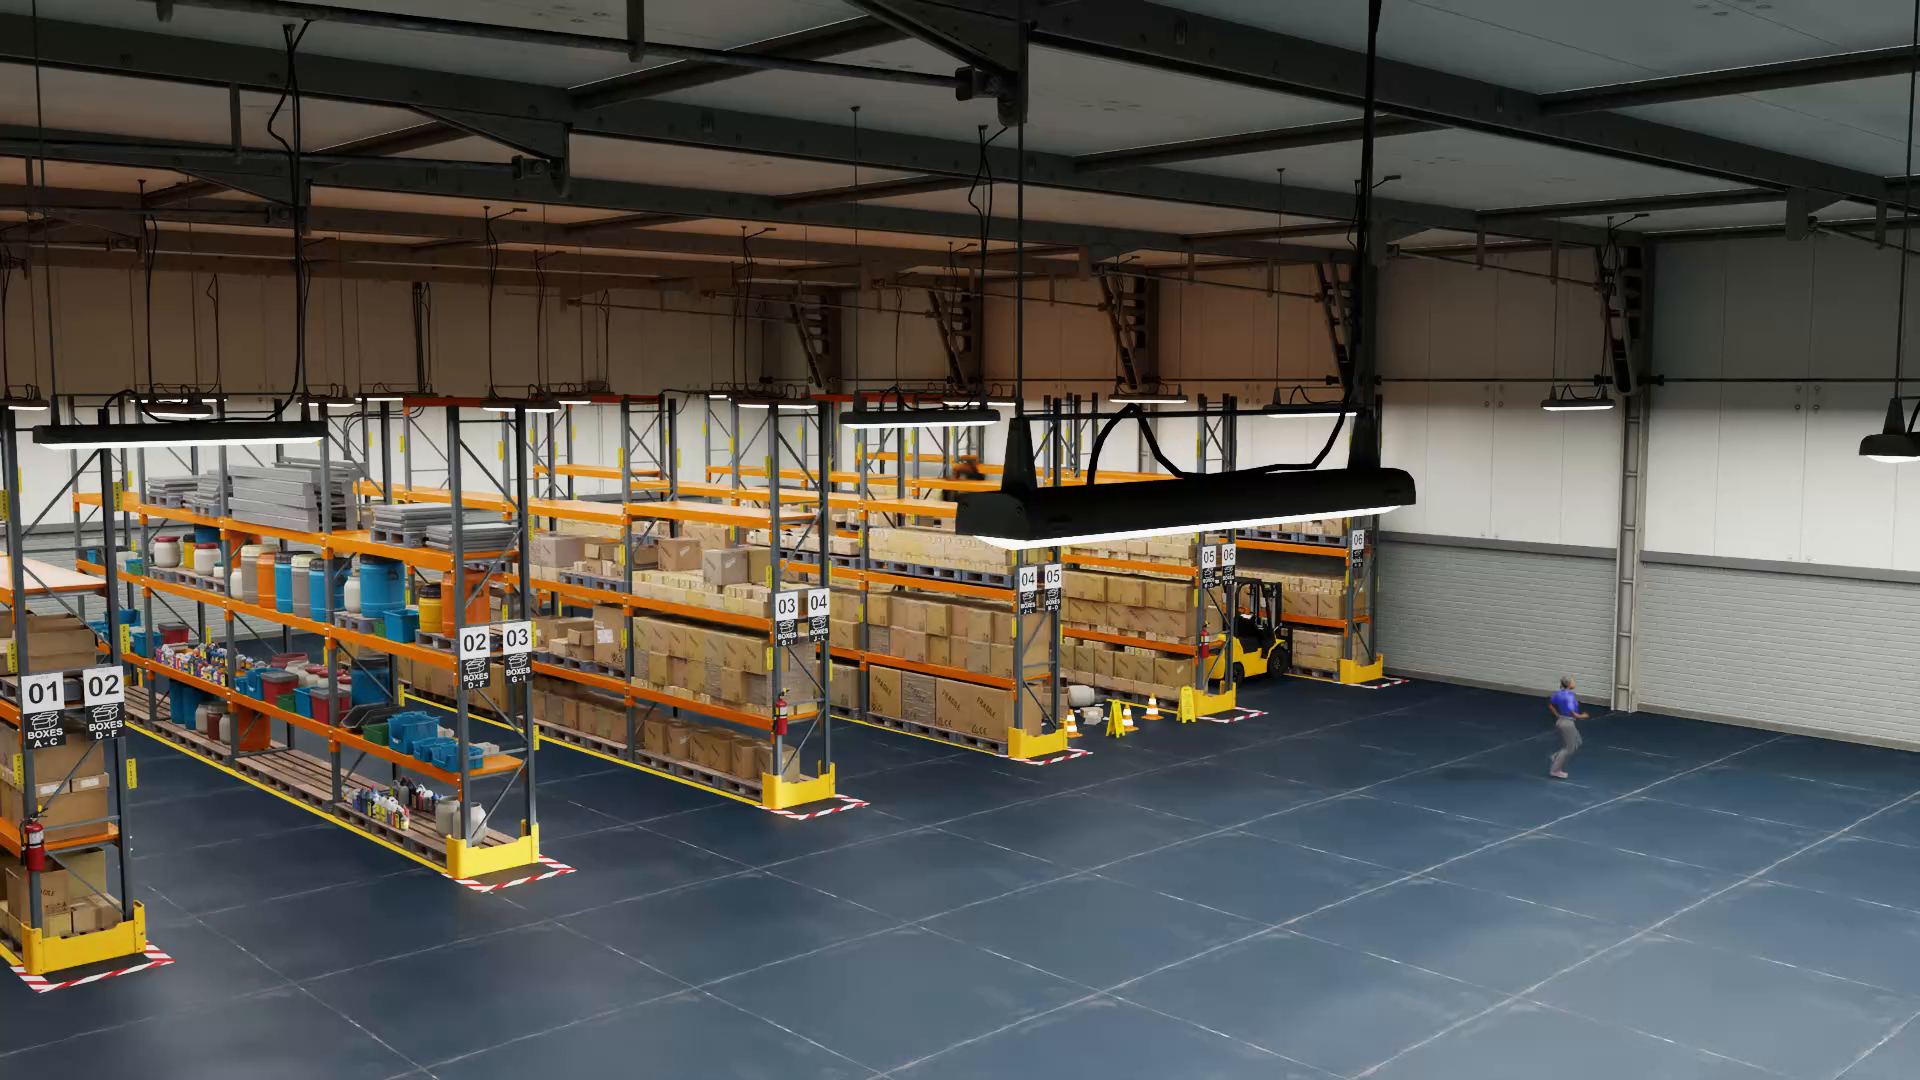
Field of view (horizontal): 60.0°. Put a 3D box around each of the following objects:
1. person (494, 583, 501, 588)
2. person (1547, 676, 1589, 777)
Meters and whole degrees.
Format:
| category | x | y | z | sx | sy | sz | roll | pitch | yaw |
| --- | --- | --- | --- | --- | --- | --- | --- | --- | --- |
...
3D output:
| category | x | y | z | sx | sy | sz | roll | pitch | yaw |
| --- | --- | --- | --- | --- | --- | --- | --- | --- | --- |
| person | -10.773 | 1.794 | 38.470 | 0.596 | 1.622 | 0.605 | -3 | 6 | -29 |
| person | 9.705 | 2.961 | 26.488 | 0.587 | 1.619 | 0.558 | 0 | 6 | 1 |
